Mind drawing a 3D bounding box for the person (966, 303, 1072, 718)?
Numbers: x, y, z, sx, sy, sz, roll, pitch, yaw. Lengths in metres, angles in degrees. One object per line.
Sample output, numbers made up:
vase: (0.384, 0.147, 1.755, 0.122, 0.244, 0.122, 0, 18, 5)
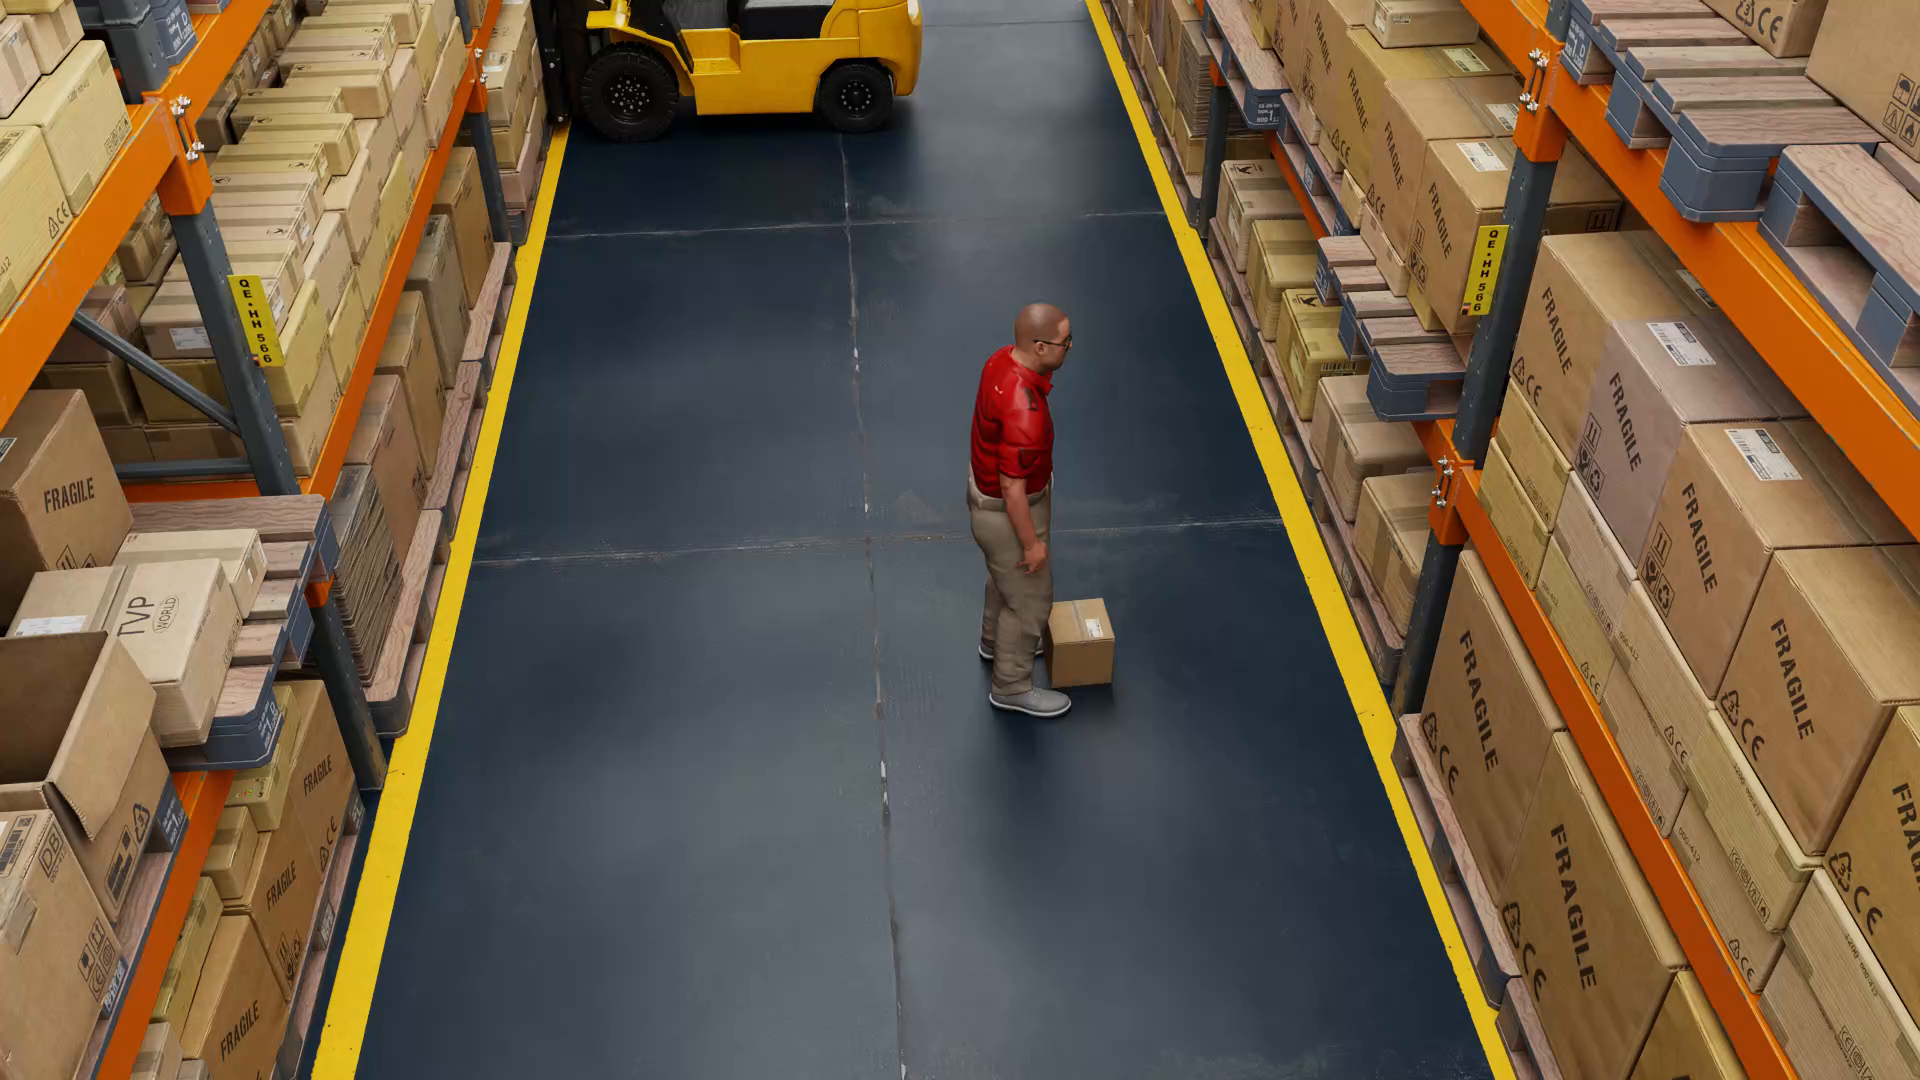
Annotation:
person: (0.229, -0.127, 6.323, 0.396, 1.726, 0.585, -3, 39, -4)
